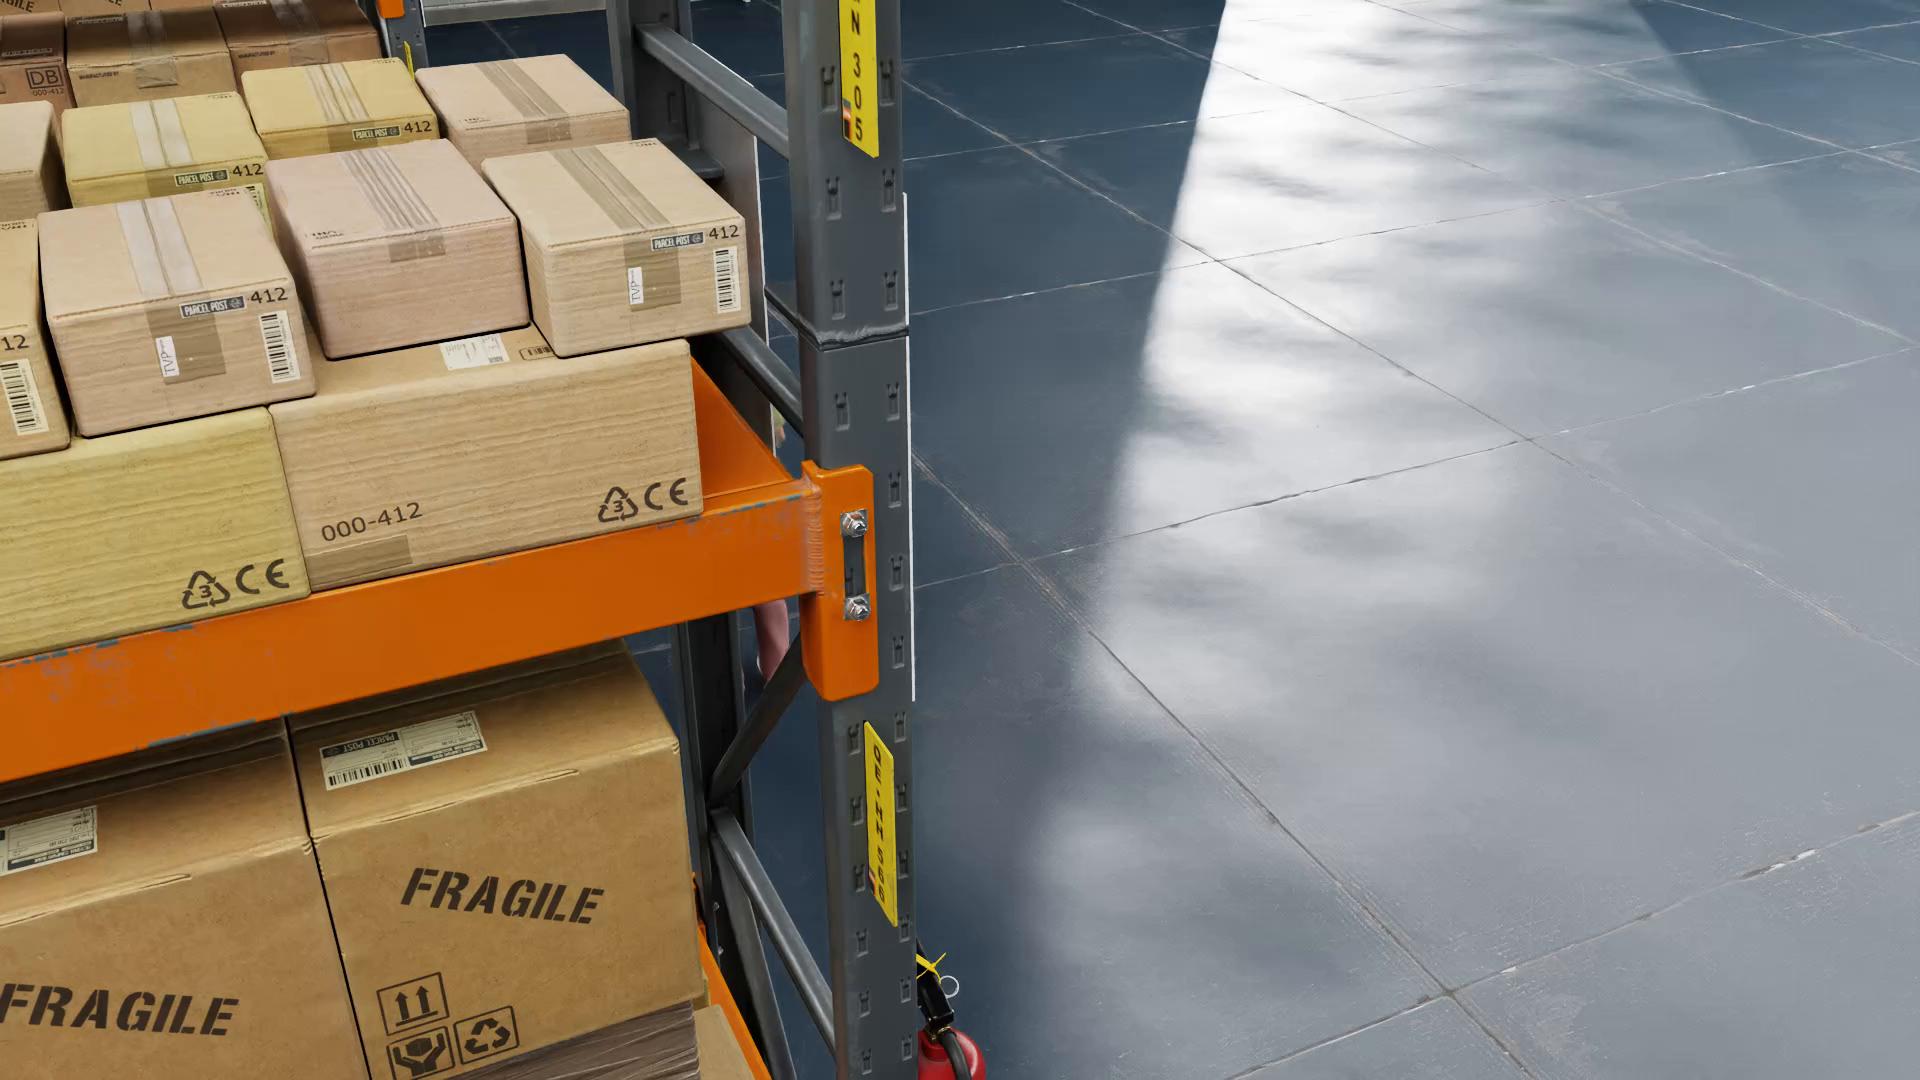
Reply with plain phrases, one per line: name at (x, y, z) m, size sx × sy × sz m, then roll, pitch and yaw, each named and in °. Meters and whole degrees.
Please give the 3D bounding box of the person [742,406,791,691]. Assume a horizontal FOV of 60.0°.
person at (-0.885, -0.138, 6.371) m, size 0.456 × 1.673 × 0.511 m, roll -13°, pitch 32°, yaw -22°
